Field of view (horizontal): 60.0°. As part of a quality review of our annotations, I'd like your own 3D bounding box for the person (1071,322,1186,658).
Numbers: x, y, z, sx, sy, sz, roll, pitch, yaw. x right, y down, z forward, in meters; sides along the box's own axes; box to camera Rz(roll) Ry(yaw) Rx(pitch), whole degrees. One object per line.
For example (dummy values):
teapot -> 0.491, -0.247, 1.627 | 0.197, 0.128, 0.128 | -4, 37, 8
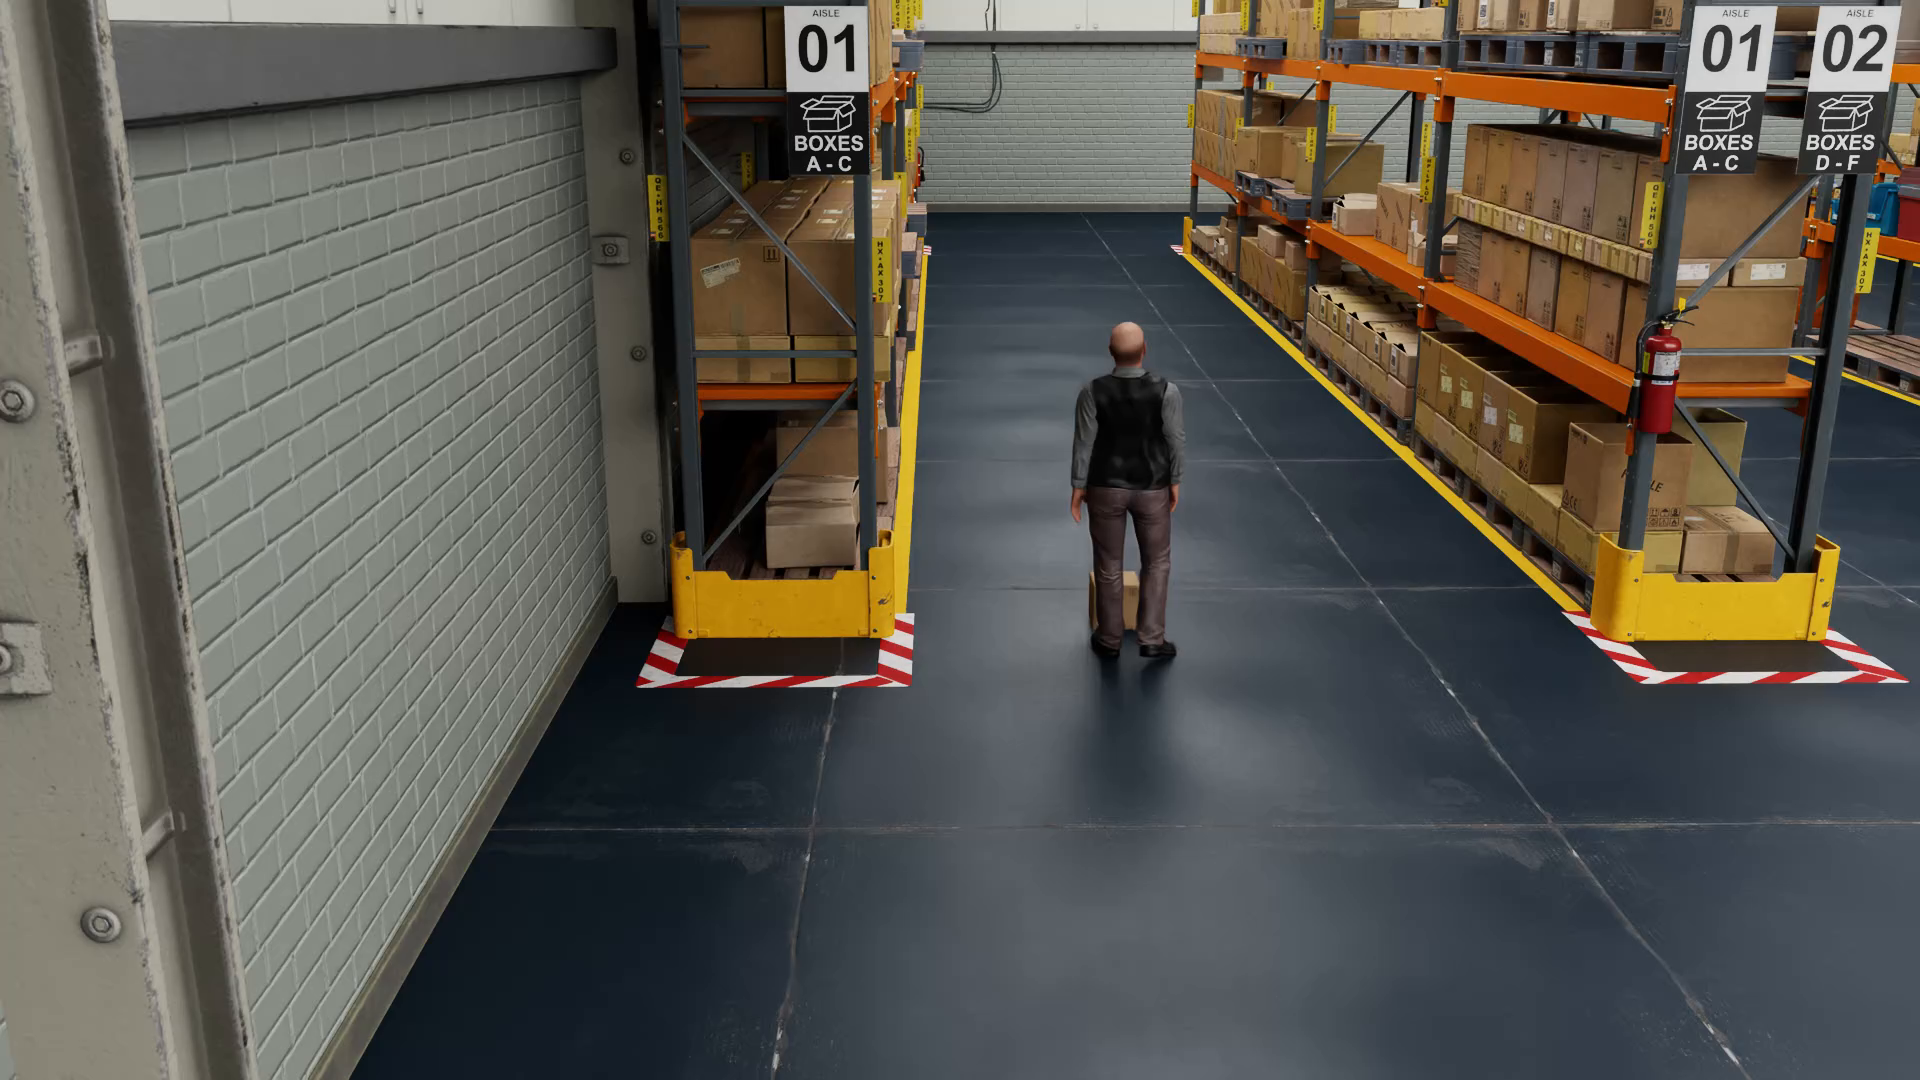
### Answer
person -> 0.836, -0.239, 8.335 | 0.561, 1.726, 0.399 | 1, 17, 3
